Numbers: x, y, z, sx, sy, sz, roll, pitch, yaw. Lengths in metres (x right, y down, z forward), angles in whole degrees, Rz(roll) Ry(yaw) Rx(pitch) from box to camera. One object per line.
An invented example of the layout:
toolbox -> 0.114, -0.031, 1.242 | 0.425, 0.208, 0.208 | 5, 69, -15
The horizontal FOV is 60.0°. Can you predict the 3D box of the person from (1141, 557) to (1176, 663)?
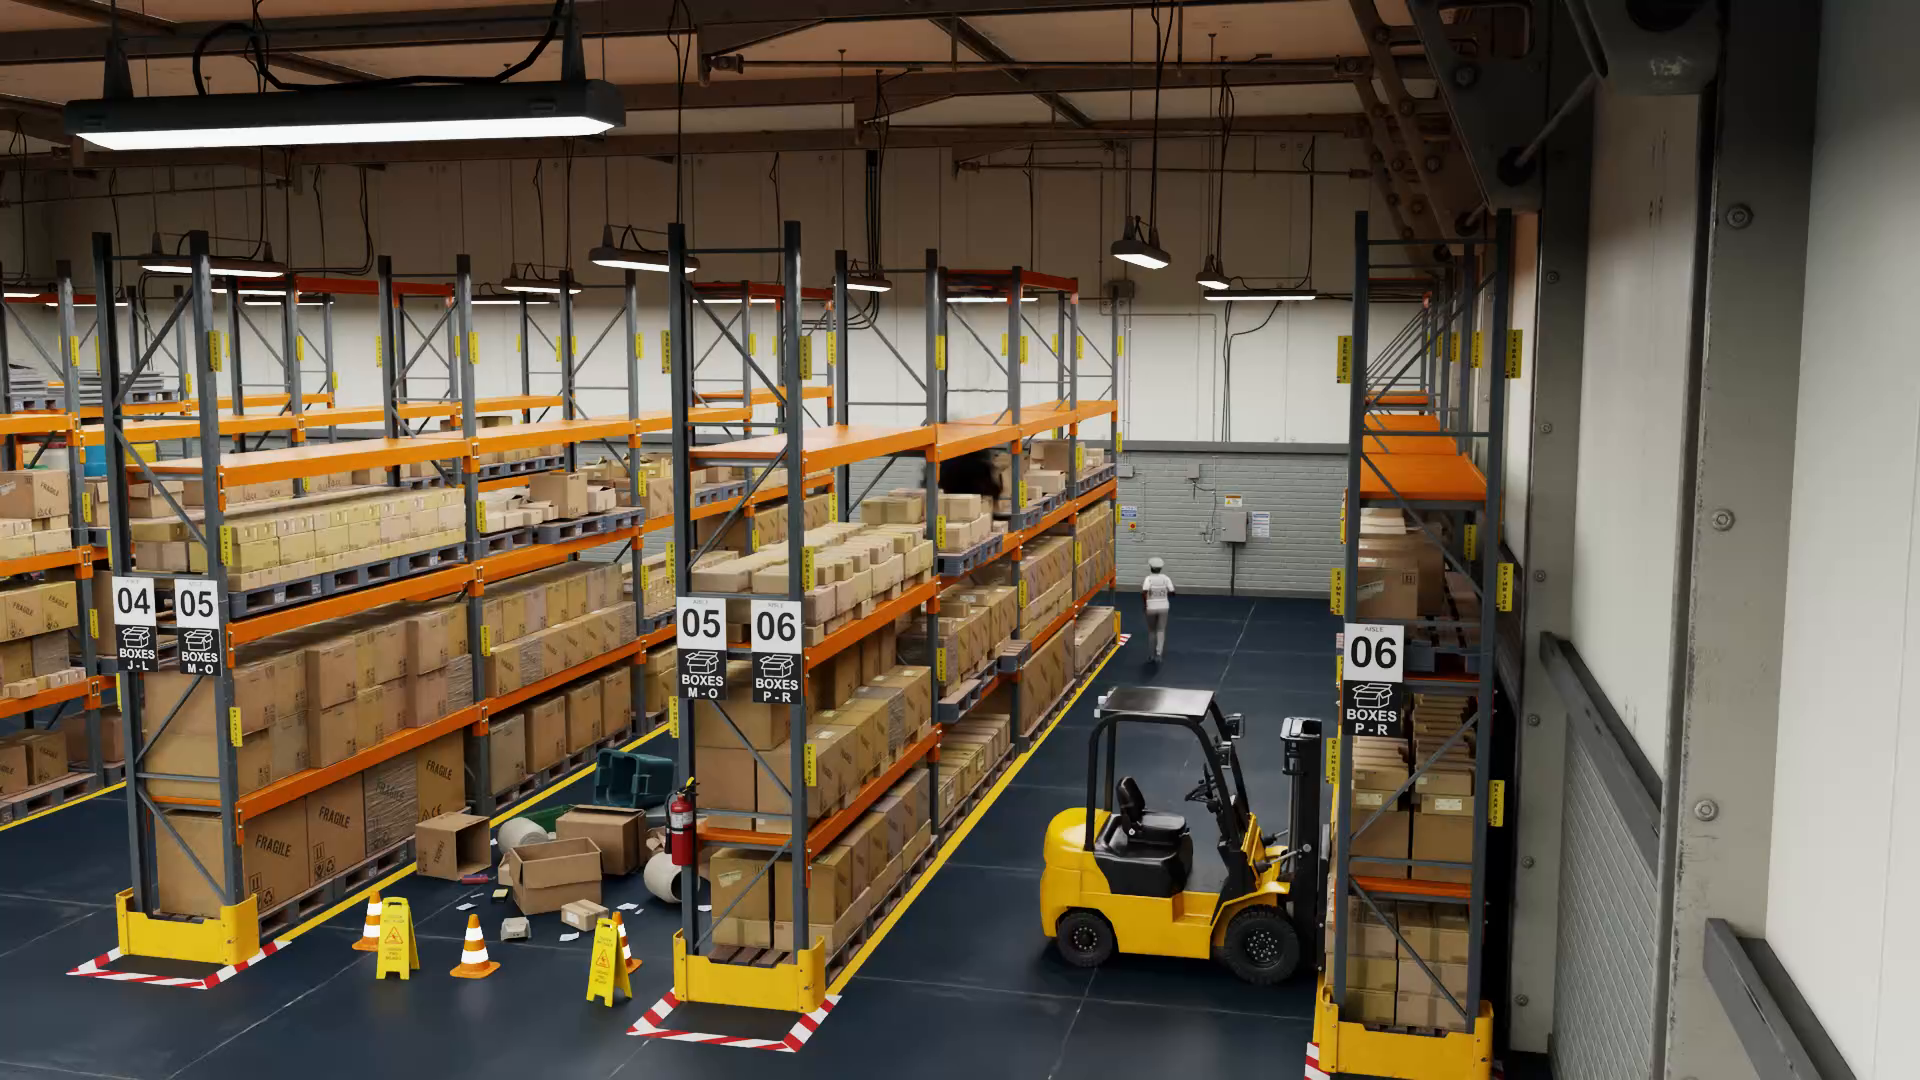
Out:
person -> 3.120, 1.137, 26.211 | 0.564, 1.718, 0.867 | 0, 7, 1
